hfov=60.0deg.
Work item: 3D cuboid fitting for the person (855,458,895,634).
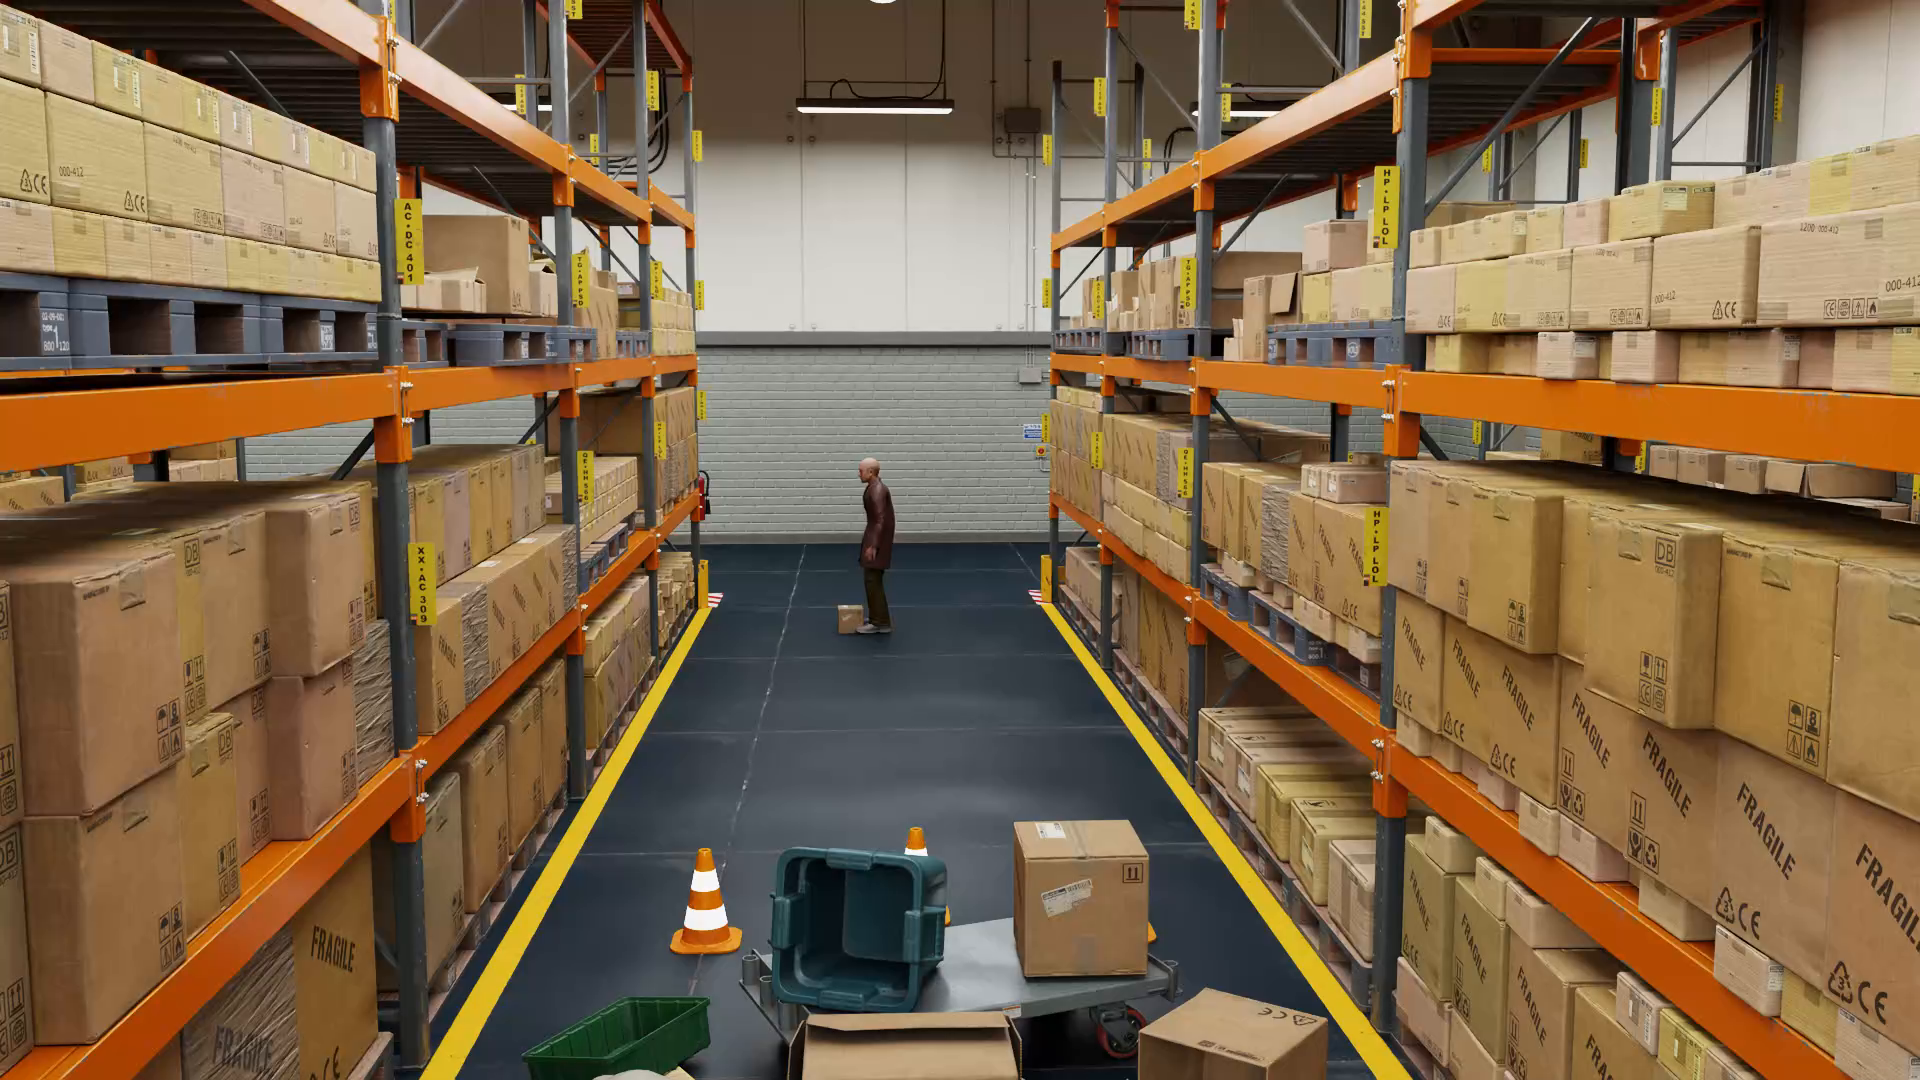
[{"bbox_3d":[-0.869,0.050,16.877,0.417,1.774,0.656,-1,7,-6],"label":"person"}]
